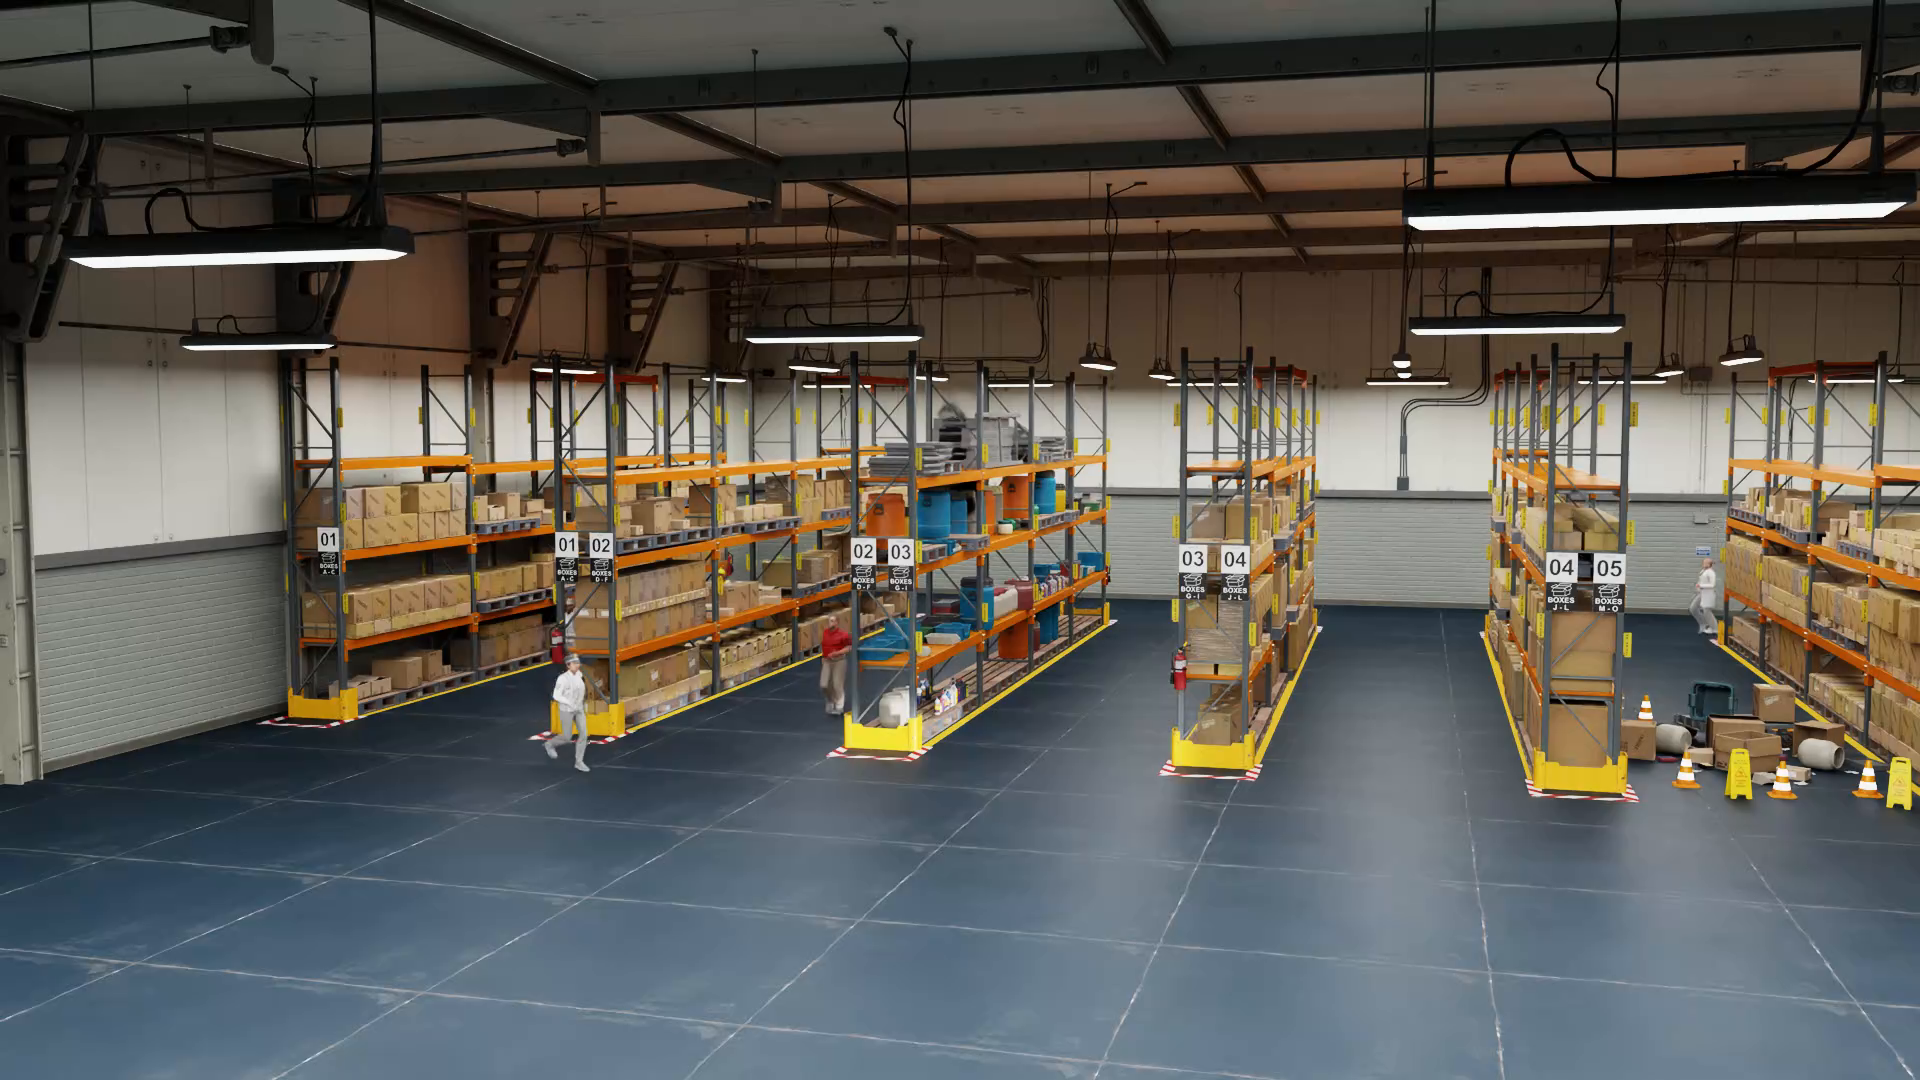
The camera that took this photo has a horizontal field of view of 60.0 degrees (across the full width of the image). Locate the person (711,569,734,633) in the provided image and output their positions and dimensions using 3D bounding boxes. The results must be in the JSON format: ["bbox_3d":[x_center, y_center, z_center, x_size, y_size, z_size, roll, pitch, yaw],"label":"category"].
[{"bbox_3d":[-5.159,1.482,36.297,0.714,1.730,0.661,1,4,19],"label":"person"}]

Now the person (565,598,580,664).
[{"bbox_3d":[-7.275,1.905,30.985,0.569,1.661,0.554,1,4,10],"label":"person"}]

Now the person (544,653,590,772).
[{"bbox_3d":[-5.589,2.434,23.746,0.824,1.679,0.606,3,5,37],"label":"person"}]

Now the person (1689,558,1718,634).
[{"bbox_3d":[17.194,1.308,38.414,0.753,1.784,0.679,0,4,-4],"label":"person"}]

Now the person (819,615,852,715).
[{"bbox_3d":[-2.126,2.109,27.882,0.639,1.707,0.640,2,5,25],"label":"person"}]
